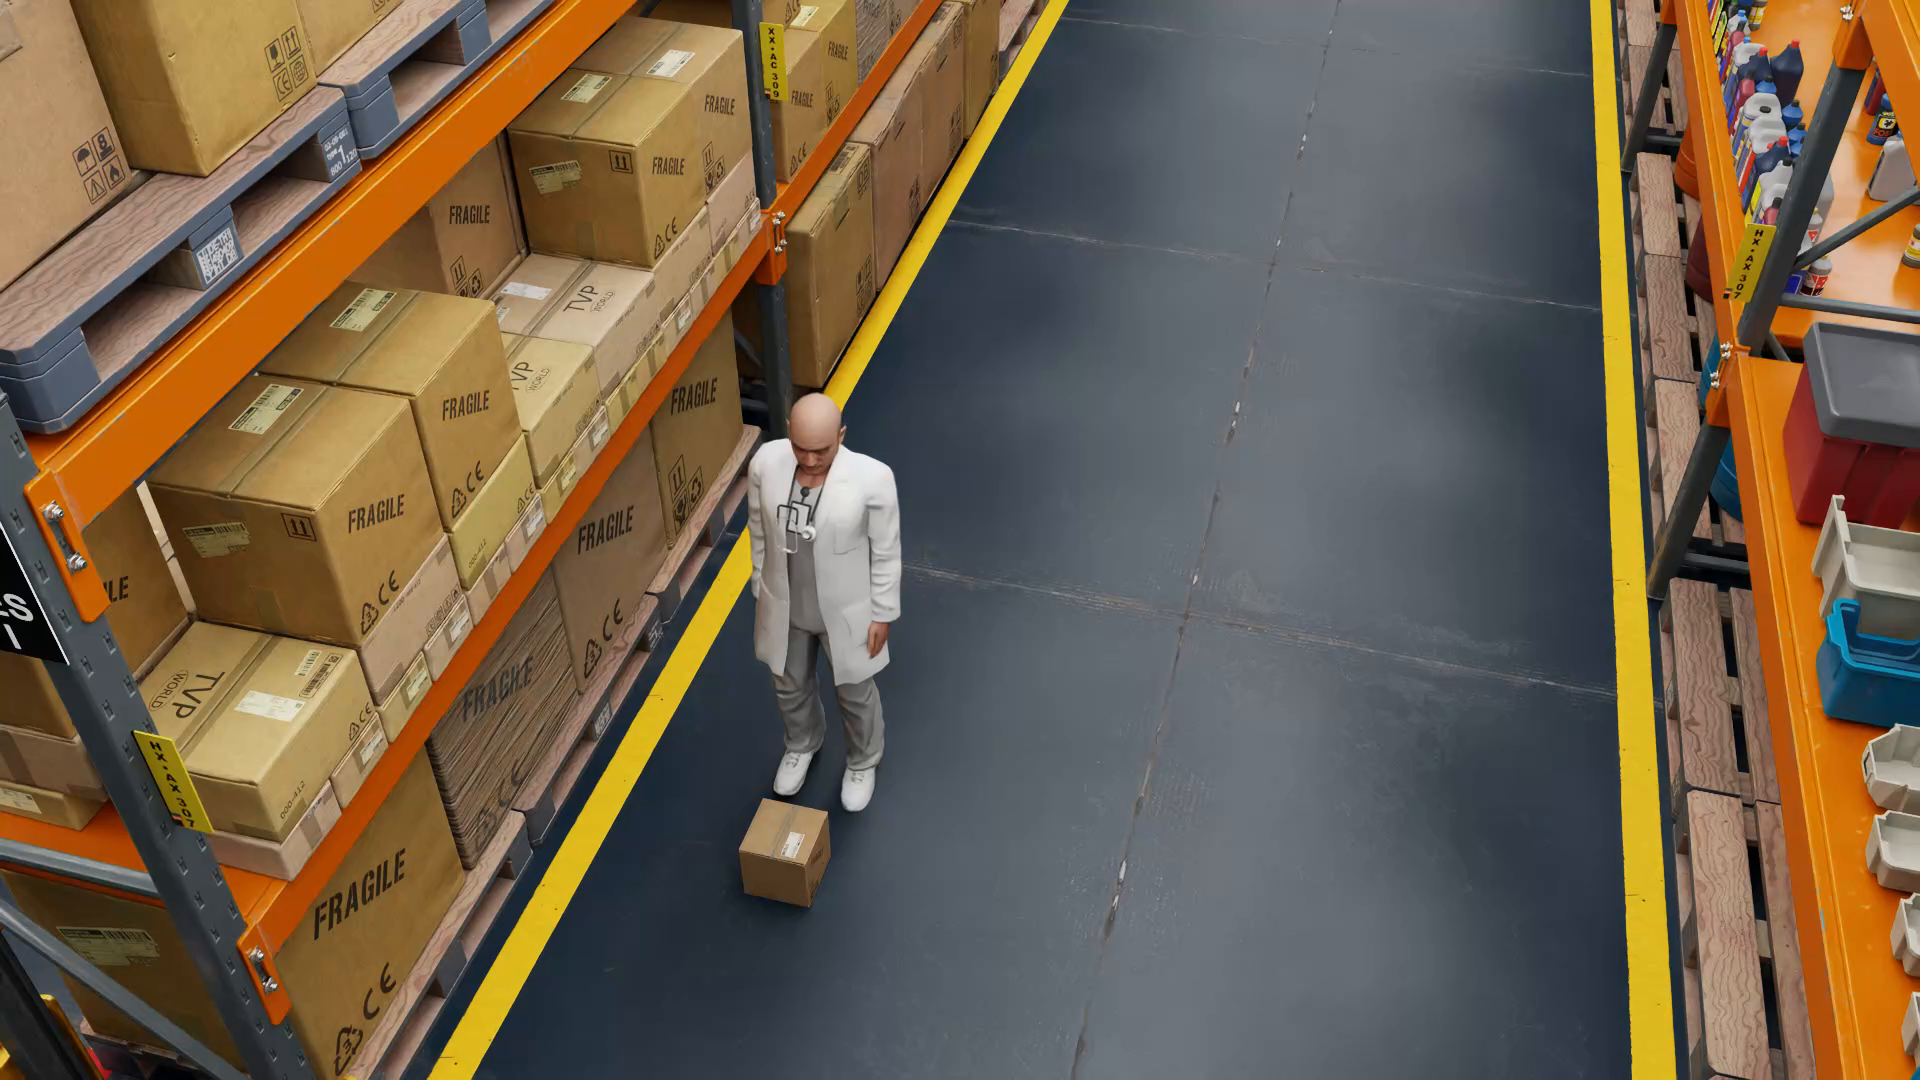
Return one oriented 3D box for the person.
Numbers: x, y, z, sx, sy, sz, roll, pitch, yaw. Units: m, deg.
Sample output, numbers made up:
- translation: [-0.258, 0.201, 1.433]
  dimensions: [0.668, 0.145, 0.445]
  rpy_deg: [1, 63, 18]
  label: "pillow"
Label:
- translation: [-0.480, 0.240, 5.899]
  dimensions: [0.562, 1.782, 0.377]
  rpy_deg: [11, 42, 12]
  label: "person"
